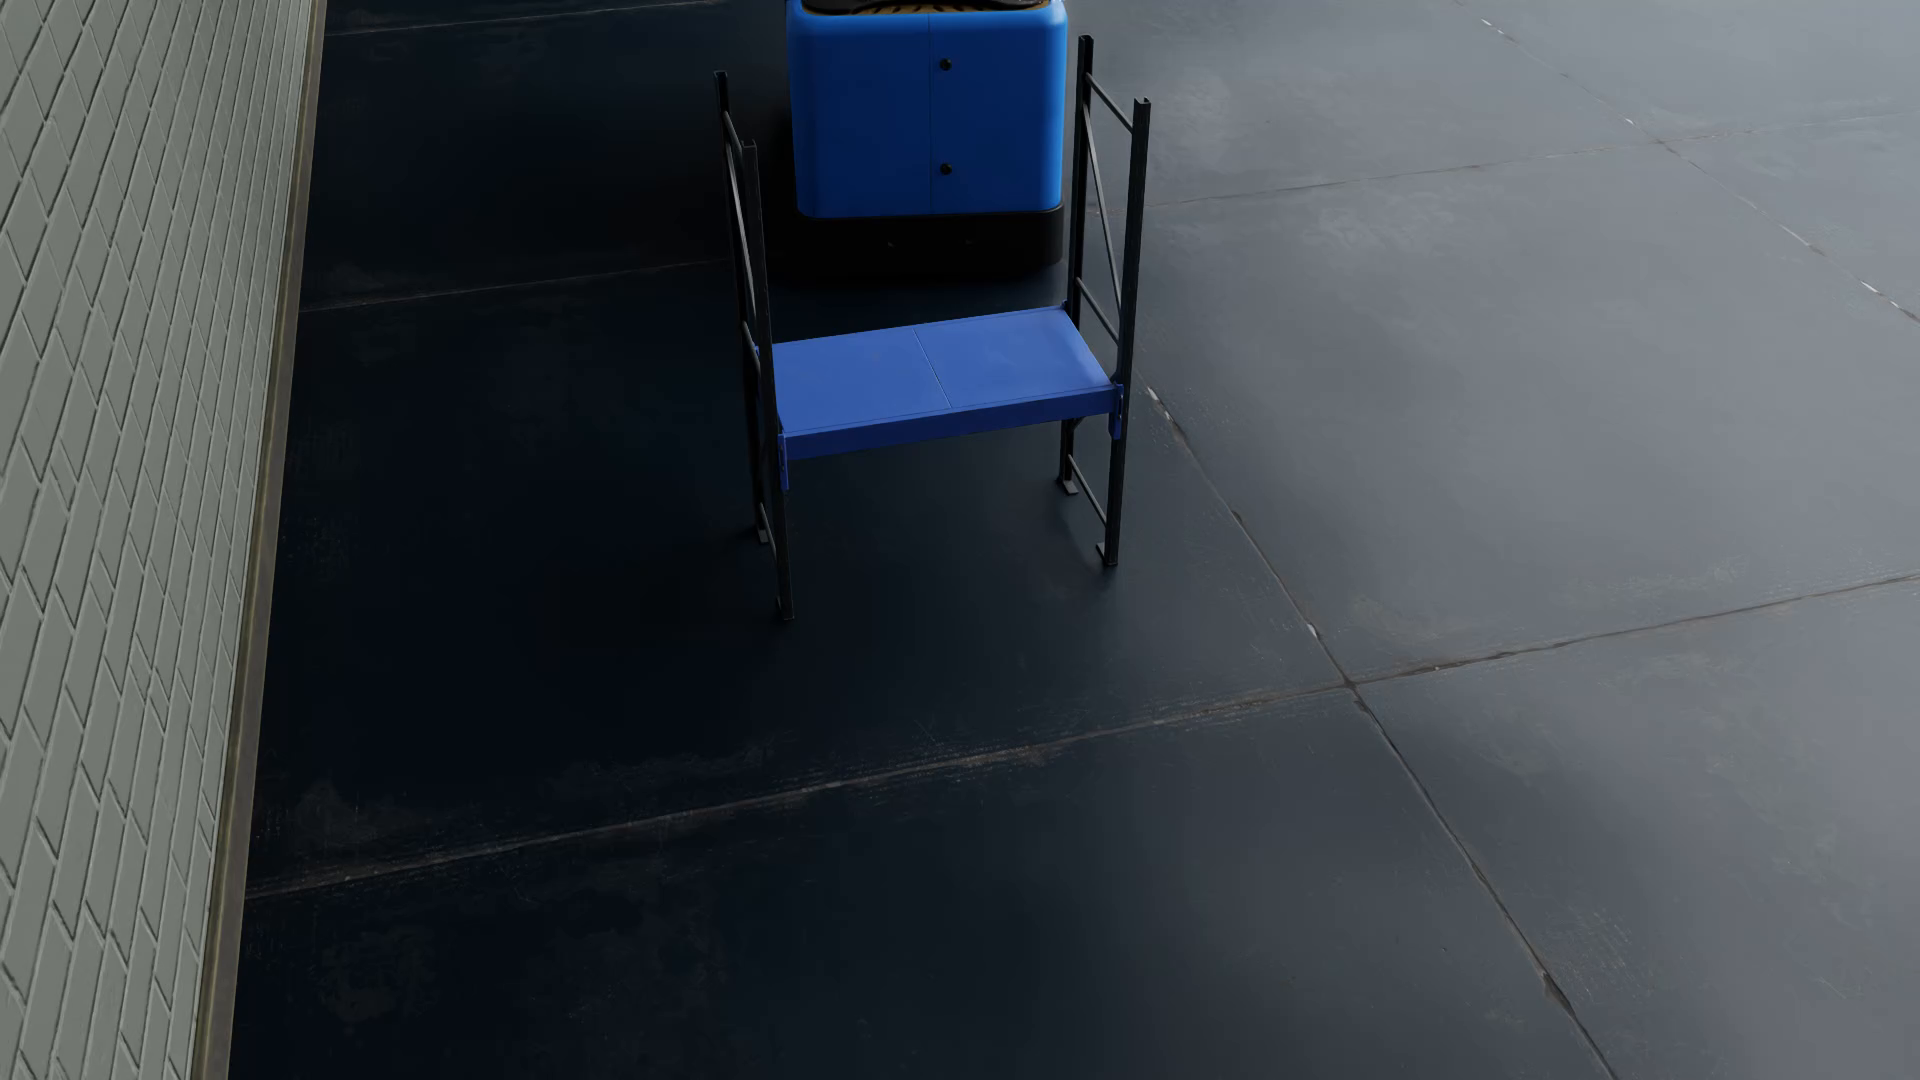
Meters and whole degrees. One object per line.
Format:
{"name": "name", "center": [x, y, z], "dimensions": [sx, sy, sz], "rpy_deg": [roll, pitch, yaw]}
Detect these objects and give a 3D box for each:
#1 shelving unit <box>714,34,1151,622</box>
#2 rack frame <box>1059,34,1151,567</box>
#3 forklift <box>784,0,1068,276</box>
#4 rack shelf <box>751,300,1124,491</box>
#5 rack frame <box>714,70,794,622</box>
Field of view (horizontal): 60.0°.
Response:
{"name": "shelving unit", "center": [-0.082, -0.582, 4.777], "dimensions": [1.048, 1.500, 0.538], "rpy_deg": [-9, 38, -12]}
{"name": "rack frame", "center": [0.408, -0.663, 4.882], "dimensions": [0.032, 1.500, 0.500], "rpy_deg": [-9, 38, -12]}
{"name": "forklift", "center": [-0.226, -3.071, 6.853], "dimensions": [1.130, 2.935, 3.031], "rpy_deg": [-3, 37, -4]}
{"name": "rack shelf", "center": [-0.082, -0.439, 4.886], "dimensions": [1.000, 0.185, 0.538], "rpy_deg": [-9, 38, -12]}
{"name": "rack frame", "center": [-0.573, -0.502, 4.671], "dimensions": [0.032, 1.500, 0.500], "rpy_deg": [-9, 38, -12]}
